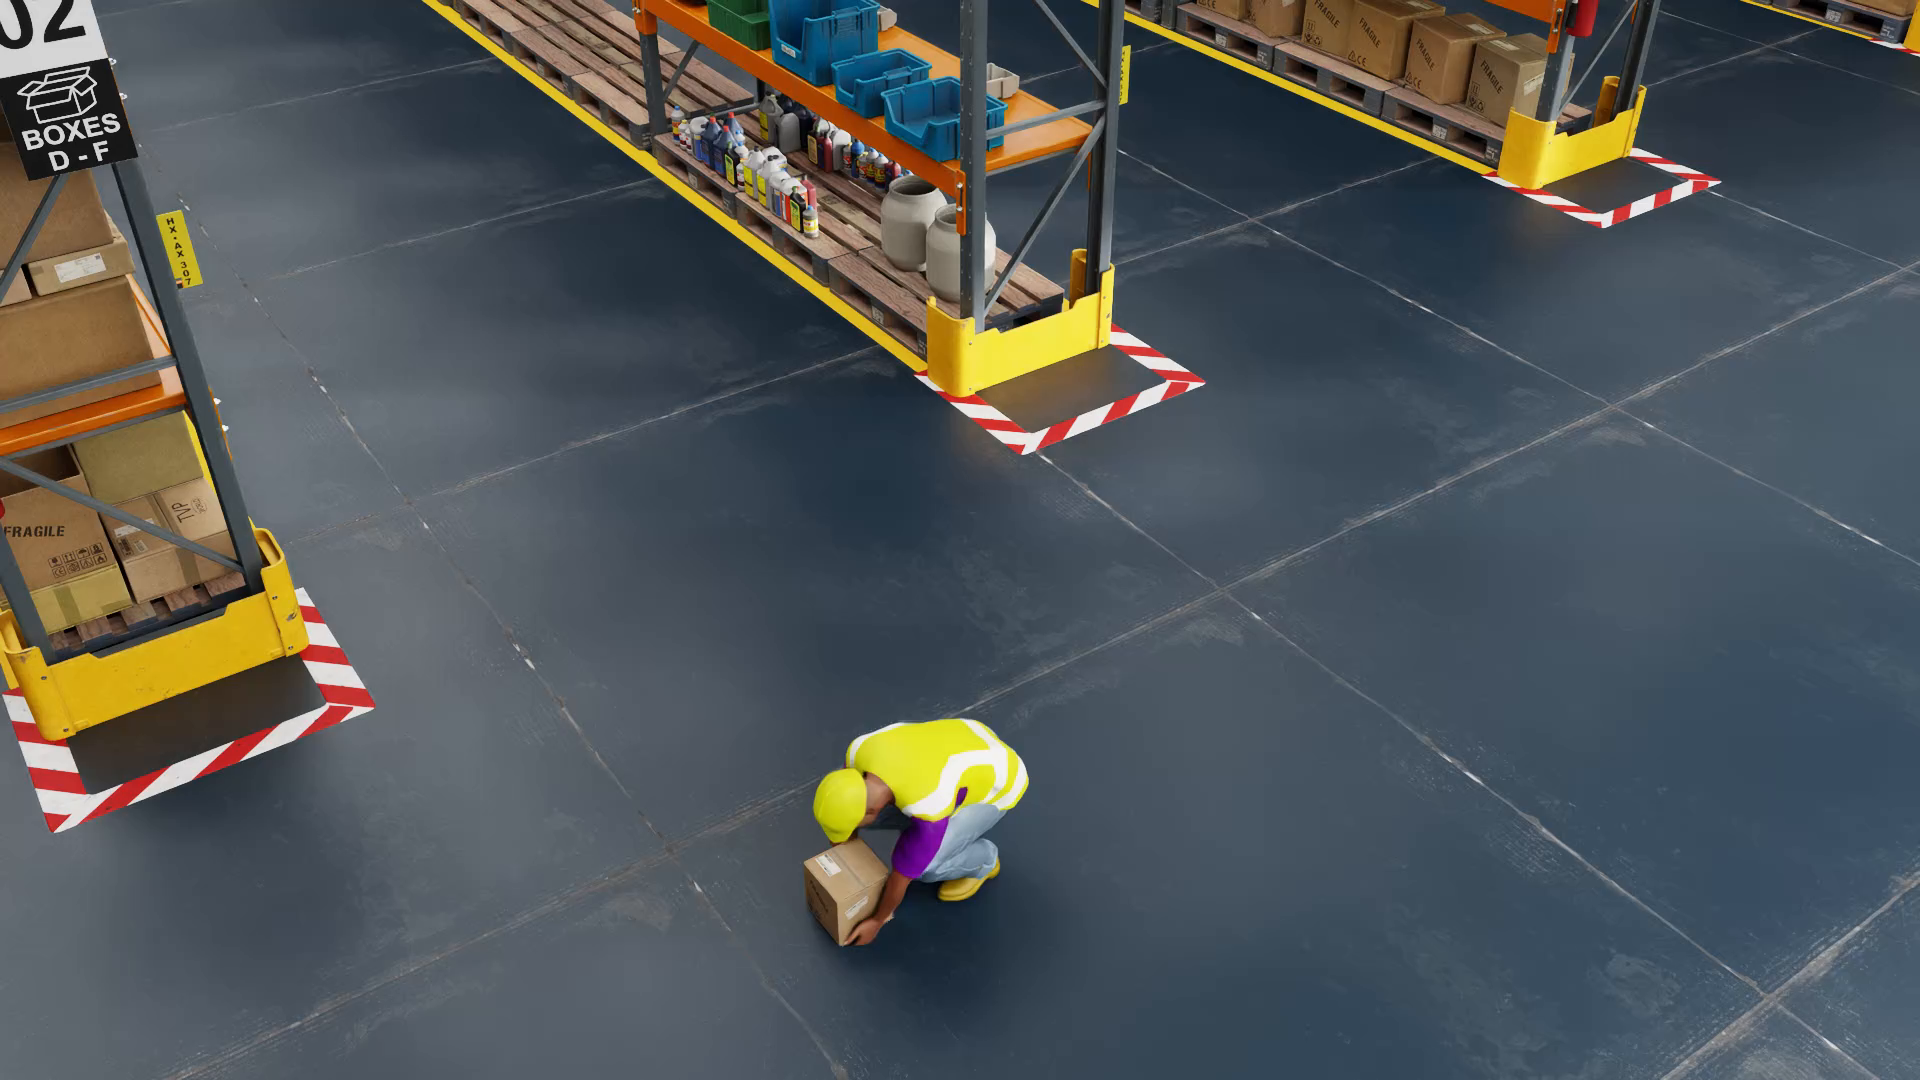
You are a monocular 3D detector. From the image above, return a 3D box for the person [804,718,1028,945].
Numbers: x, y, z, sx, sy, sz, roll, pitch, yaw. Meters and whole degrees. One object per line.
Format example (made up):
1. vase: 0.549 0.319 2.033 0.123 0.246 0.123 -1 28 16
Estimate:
1. person: -0.158 1.071 6.400 0.925 0.886 0.547 -23 42 -28
